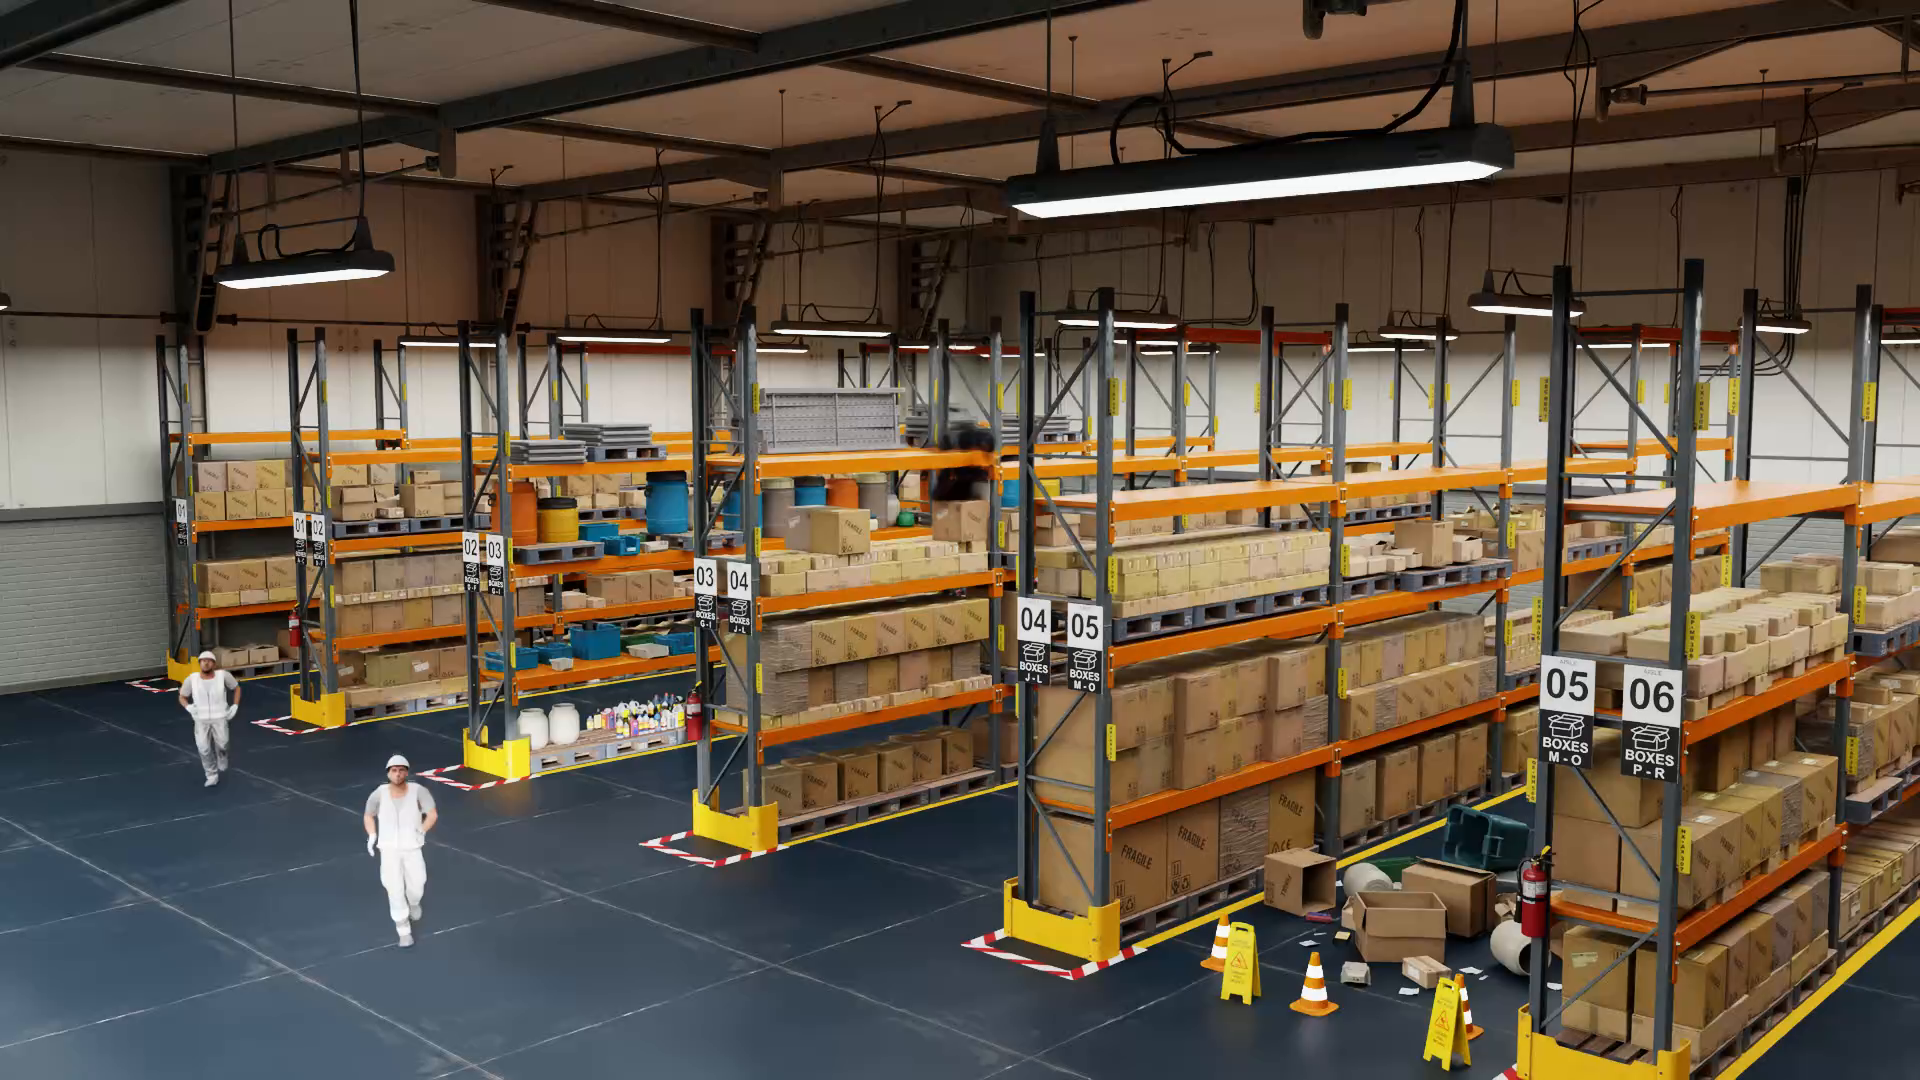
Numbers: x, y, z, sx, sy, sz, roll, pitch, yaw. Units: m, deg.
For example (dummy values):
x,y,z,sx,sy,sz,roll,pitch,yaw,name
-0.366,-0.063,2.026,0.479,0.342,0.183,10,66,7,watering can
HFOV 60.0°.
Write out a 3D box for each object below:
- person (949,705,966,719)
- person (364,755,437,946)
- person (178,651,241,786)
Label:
x,y,z,sx,sy,sz,roll,pitch,yaw,name
-0.111,1.702,24.454,0.640,1.812,0.842,5,7,40,person
-5.187,2.848,15.420,0.640,1.747,0.692,-2,6,-16,person
-9.651,2.291,21.411,0.742,1.733,0.572,-2,6,-23,person
